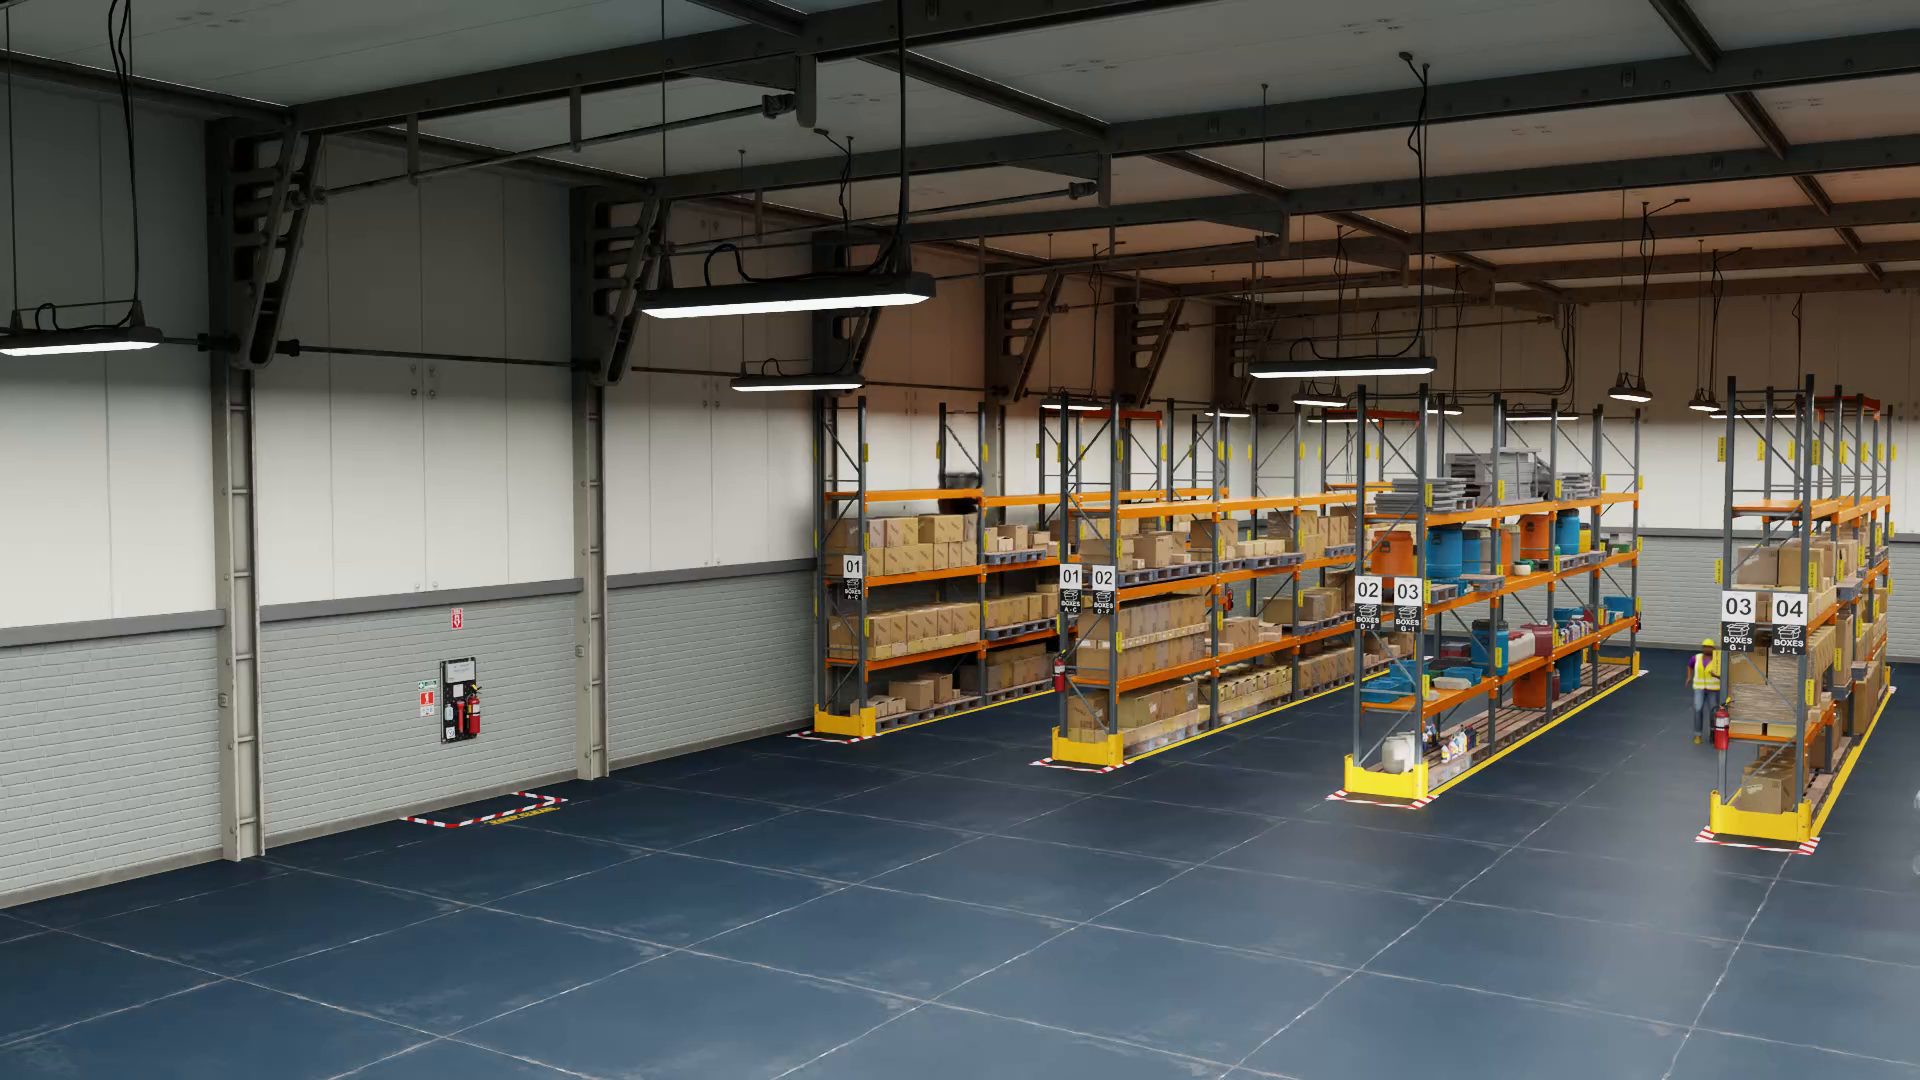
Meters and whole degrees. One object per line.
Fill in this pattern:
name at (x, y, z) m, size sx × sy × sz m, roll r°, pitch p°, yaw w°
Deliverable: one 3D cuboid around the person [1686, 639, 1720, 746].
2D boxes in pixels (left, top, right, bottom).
person at (12.859, 2.599, 28.630) m, size 0.686 × 1.804 × 0.884 m, roll 2°, pitch 3°, yaw 30°
